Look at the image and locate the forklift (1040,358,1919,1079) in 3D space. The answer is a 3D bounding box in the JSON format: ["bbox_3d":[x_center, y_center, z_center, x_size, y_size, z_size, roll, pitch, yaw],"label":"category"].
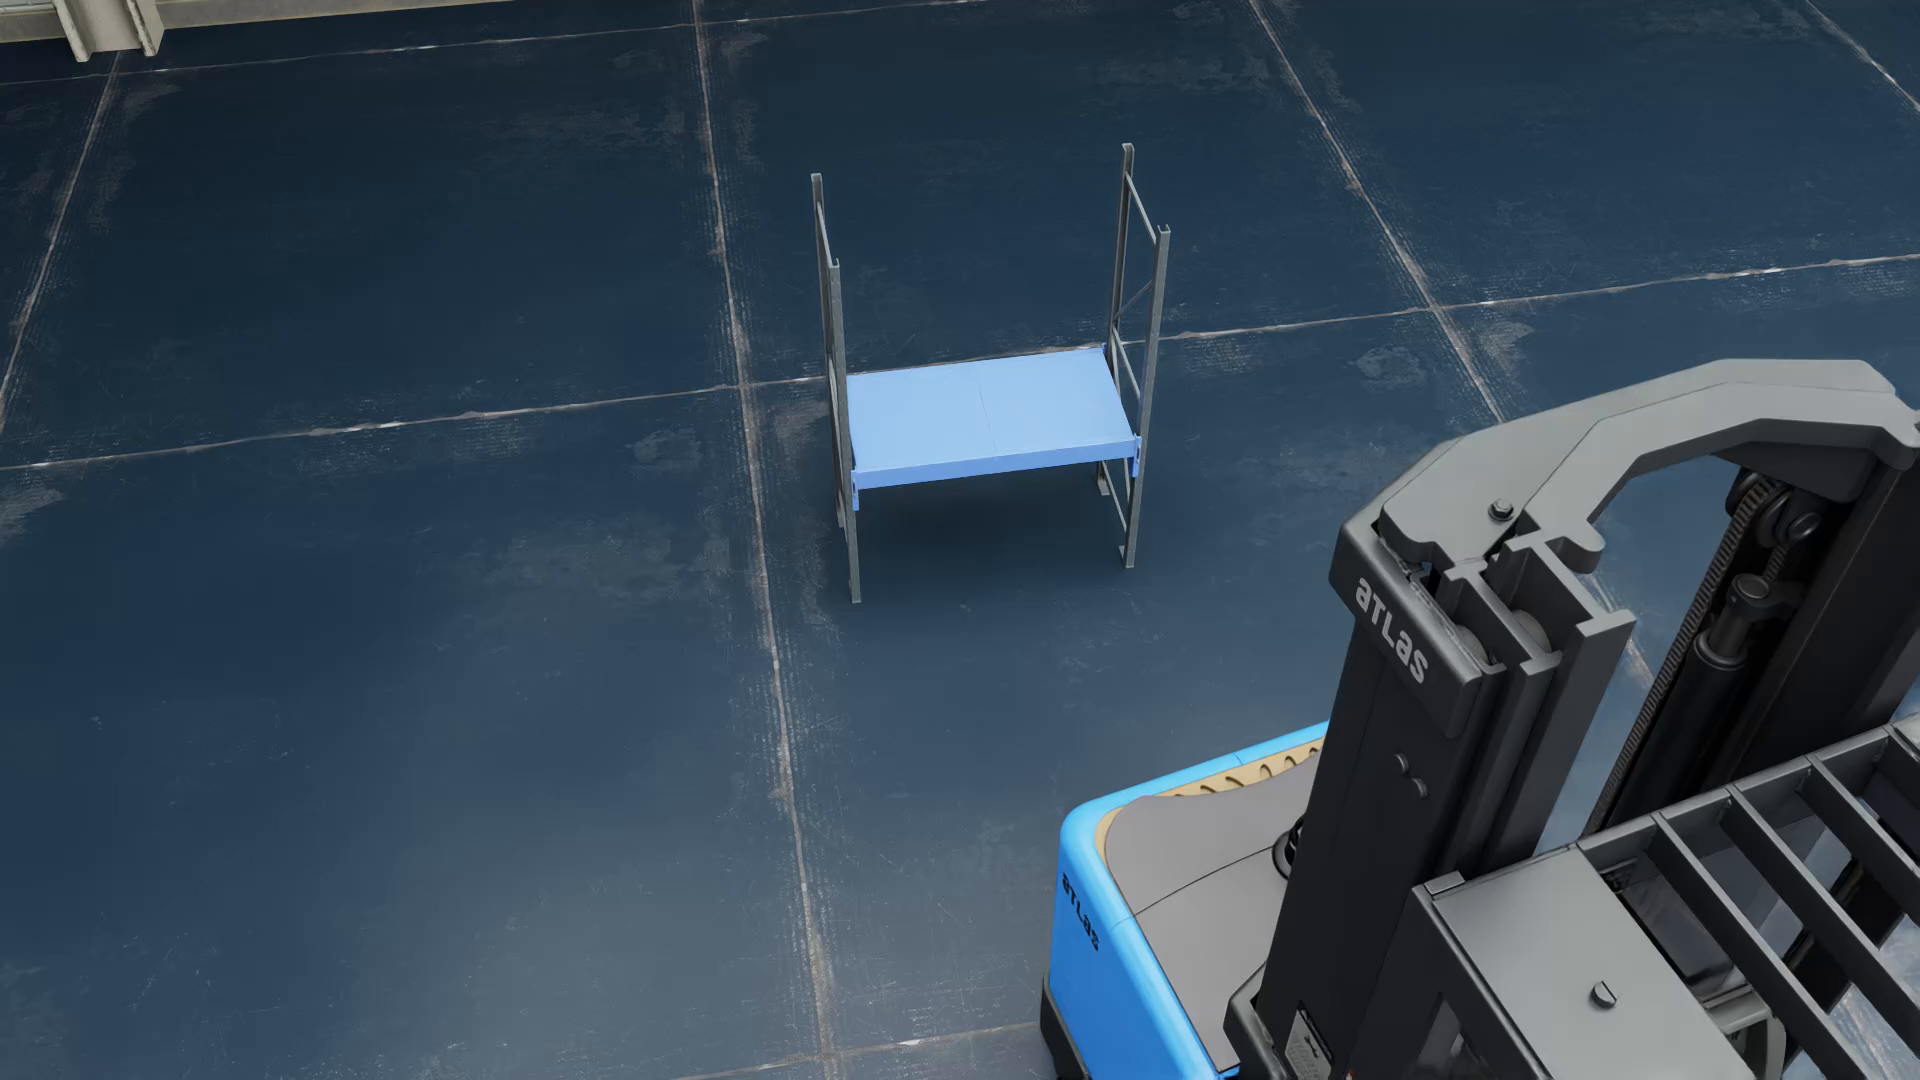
[{"bbox_3d":[1.247,1.259,3.002,1.130,2.935,3.031,-16,48,-15],"label":"forklift"}]

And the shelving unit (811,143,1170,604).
[{"bbox_3d":[0.084,-0.531,5.720,1.048,1.500,0.538,-7,46,-7],"label":"shelving unit"}]

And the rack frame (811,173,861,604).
[{"bbox_3d":[-0.417,-0.468,5.660,0.032,1.500,0.500,-7,46,-7],"label":"rack frame"}]

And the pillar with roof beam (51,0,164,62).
[{"bbox_3d":[-3.690,-2.686,2.589,0.400,9.000,9.100,-7,46,-7],"label":"pillar with roof beam"}]

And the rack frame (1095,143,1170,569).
[{"bbox_3d":[0.585,-0.593,5.780,0.032,1.500,0.500,-7,46,-7],"label":"rack frame"}]

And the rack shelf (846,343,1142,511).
[{"bbox_3d":[0.084,-0.406,5.850,1.000,0.185,0.538,-7,46,-7],"label":"rack shelf"}]
